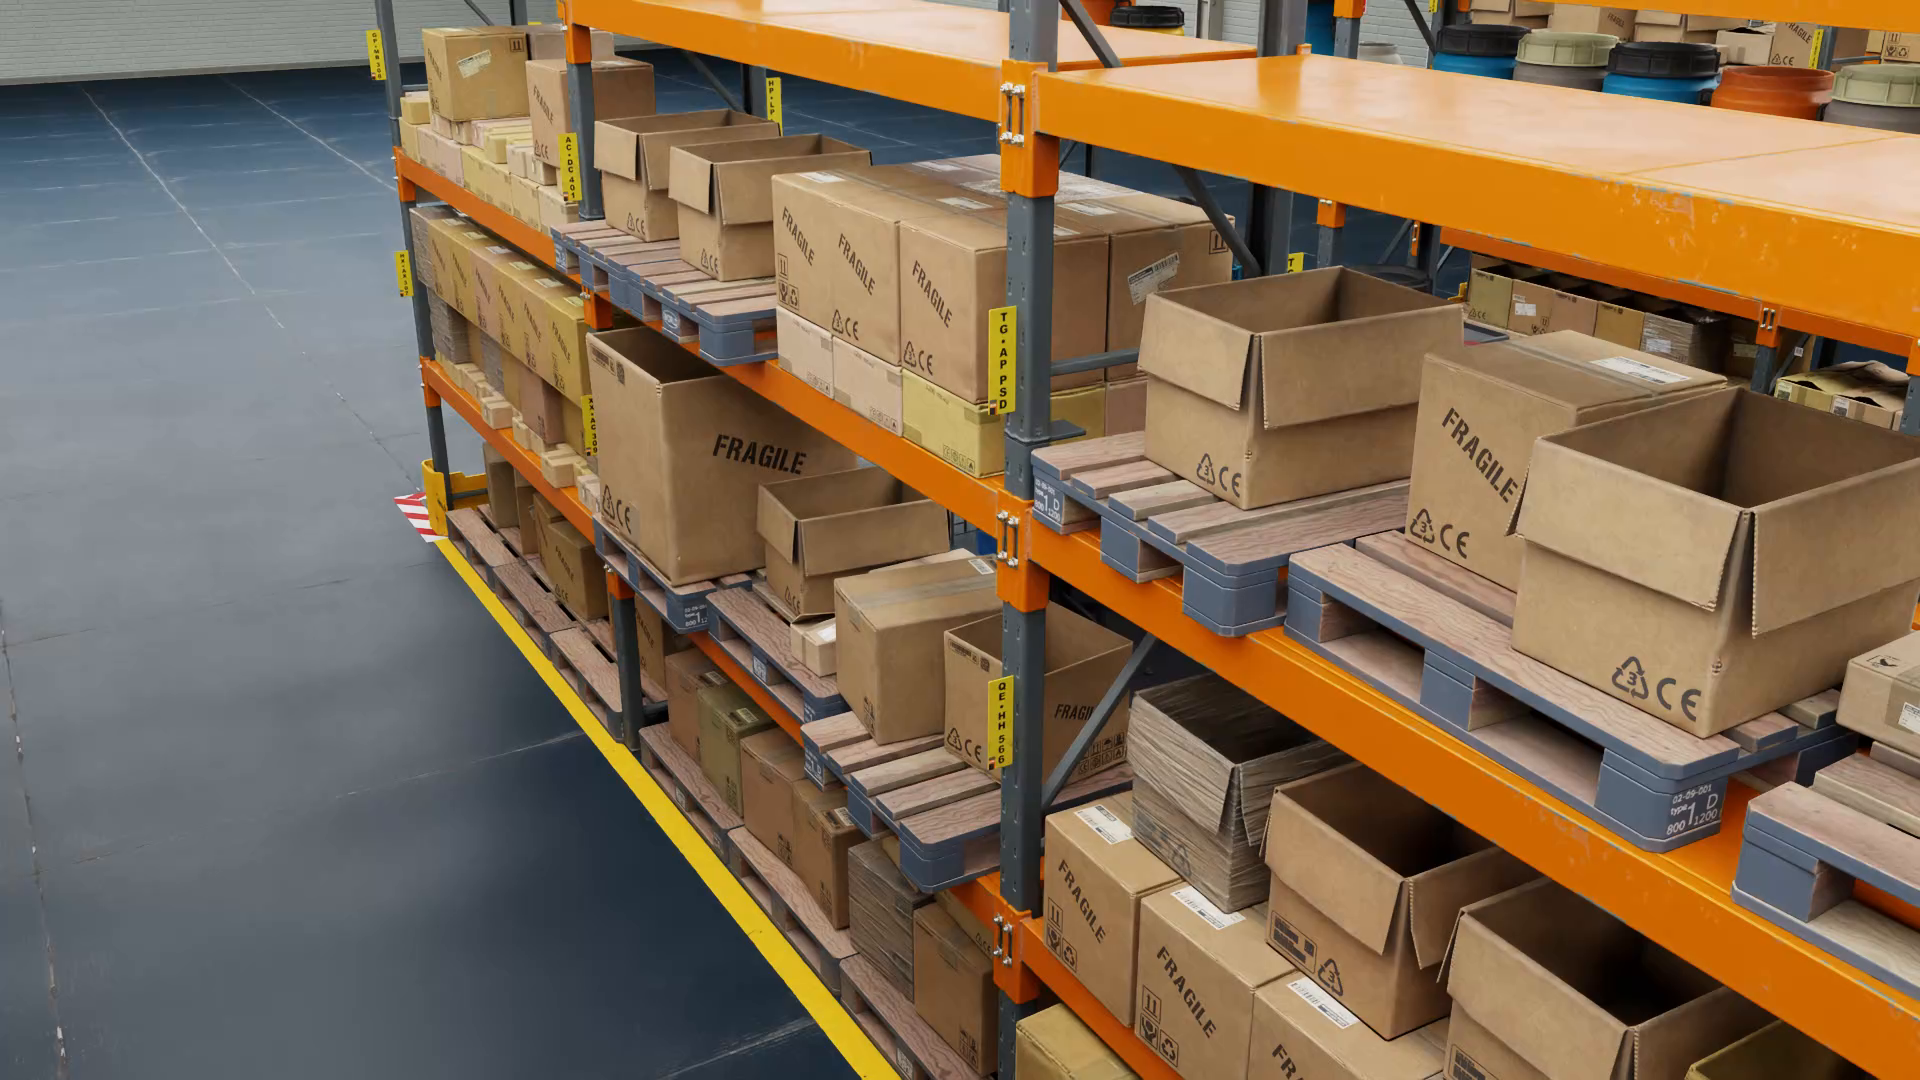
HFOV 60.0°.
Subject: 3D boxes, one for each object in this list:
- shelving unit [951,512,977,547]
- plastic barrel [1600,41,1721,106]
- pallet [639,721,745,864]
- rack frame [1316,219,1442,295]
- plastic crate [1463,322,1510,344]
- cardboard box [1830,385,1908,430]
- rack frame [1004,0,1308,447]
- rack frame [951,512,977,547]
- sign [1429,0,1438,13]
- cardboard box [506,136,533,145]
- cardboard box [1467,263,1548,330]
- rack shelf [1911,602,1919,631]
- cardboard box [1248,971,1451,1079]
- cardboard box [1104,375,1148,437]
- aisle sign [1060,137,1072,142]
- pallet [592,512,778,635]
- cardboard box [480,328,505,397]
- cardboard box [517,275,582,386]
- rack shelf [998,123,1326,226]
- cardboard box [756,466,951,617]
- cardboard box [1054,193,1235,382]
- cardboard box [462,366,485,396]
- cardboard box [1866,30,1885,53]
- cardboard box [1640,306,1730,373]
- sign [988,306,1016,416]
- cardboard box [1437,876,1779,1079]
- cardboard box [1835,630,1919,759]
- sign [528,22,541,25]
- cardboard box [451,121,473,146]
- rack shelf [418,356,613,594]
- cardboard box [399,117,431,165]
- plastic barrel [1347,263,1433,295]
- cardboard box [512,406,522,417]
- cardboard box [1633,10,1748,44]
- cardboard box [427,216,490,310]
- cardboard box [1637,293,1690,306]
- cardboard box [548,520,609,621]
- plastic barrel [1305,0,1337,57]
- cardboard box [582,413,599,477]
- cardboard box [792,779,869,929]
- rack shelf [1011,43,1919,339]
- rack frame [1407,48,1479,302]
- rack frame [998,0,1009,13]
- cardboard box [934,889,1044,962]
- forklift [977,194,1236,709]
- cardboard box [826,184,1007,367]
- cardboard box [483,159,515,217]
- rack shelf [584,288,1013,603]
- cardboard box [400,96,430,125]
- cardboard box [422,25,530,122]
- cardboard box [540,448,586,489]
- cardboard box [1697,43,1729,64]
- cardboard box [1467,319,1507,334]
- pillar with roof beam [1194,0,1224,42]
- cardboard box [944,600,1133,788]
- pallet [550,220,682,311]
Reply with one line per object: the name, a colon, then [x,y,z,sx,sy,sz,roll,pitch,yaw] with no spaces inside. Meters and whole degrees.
shelving unit: [-0.007,-0.561,12.097,0.258,1.200,0.189,-13,25,-28]
plastic barrel: [3.926,-2.333,9.418,0.600,0.901,0.708,-13,25,-28]
pallet: [-1.047,1.239,8.983,1.003,0.211,1.213,-13,25,-28]
rack frame: [2.812,-1.257,11.421,1.000,3.000,0.127,-13,25,-28]
plastic crate: [3.322,-1.189,11.168,0.402,0.464,0.583,-13,25,-28]
cardboard box: [7.320,-1.045,13.247,0.500,0.311,0.500,-13,25,-29]
rack frame: [0.597,-1.789,4.762,1.000,3.000,0.127,-13,25,-28]
rack frame: [0.039,-0.531,12.024,0.240,1.200,0.006,-13,25,-28]
sign: [4.549,-5.230,15.946,0.100,0.325,0.005,-13,25,-28]
cardboard box: [-2.353,-2.210,9.451,0.380,0.149,0.250,-12,25,-26]
cardboard box: [5.369,-2.394,16.316,0.500,0.500,0.500,-13,25,-28]
rack shelf: [5.877,1.018,6.778,1.077,0.370,4.000,-13,25,-28]
cardboard box: [1.142,1.485,4.541,0.500,0.500,0.500,-13,26,-29]
cardboard box: [0.576,-0.531,5.850,0.500,0.250,0.500,-12,25,-27]
aisle sign: [0.987,-3.837,14.315,0.394,0.787,0.004,-13,25,-28]
pallet: [-1.181,0.060,8.436,1.003,0.211,1.213,-13,25,-28]
cardboard box: [-2.655,-1.291,10.977,0.875,0.500,0.500,-13,25,-28]
cardboard box: [-2.169,-1.206,9.440,0.500,0.500,0.500,-13,25,-28]
rack shelf: [1.790,-2.961,12.585,1.077,0.370,4.000,-13,25,-28]
cardboard box: [-0.481,-0.004,7.642,0.797,0.503,0.637,-10,24,-23]
cardboard box: [0.578,-0.879,5.710,0.500,0.500,0.500,-12,25,-28]
cardboard box: [-3.177,-1.100,11.367,0.380,0.149,0.250,-13,25,-28]
cardboard box: [9.754,-5.398,17.467,0.500,0.500,0.500,-11,25,-26]
cardboard box: [6.402,-1.749,14.729,0.500,0.500,0.500,-13,25,-28]
sign: [0.130,-0.535,4.974,0.100,0.325,0.005,-13,25,-28]
cardboard box: [1.635,1.146,4.043,0.797,0.503,0.637,-12,25,-27]
cardboard box: [2.009,0.306,3.366,0.380,0.149,0.250,-14,26,-30]
sign: [-3.002,-3.499,11.778,0.100,0.325,0.005,-13,25,-28]
cardboard box: [-2.912,-2.543,10.271,0.380,0.149,0.250,-14,26,-31]
rack shelf: [-2.468,-0.619,10.806,1.077,0.370,4.000,-13,25,-28]
cardboard box: [-3.466,-2.714,11.220,0.500,0.250,0.500,-12,25,-27]
plastic barrel: [2.749,-1.306,10.876,0.600,0.901,0.708,-13,25,-28]
cardboard box: [-2.624,-0.785,10.594,0.380,0.149,0.250,-13,25,-28]
cardboard box: [6.339,-4.463,14.444,0.797,0.503,0.637,-10,24,-22]
cardboard box: [-3.193,-1.853,11.031,0.500,0.500,0.500,-13,25,-28]
cardboard box: [6.593,-2.011,15.373,0.500,0.500,0.500,-13,25,-28]
cardboard box: [-2.300,0.152,10.716,0.500,0.500,0.500,-15,27,-33]
plastic barrel: [2.396,-3.416,11.526,0.600,0.901,0.708,-13,25,-28]
cardboard box: [-1.623,-0.646,9.390,0.875,0.500,0.500,-13,25,-28]
cardboard box: [-0.352,1.372,7.688,0.700,0.500,0.500,-10,24,-24]
rack shelf: [1.619,-0.623,3.380,1.077,0.370,4.000,-13,25,-28]
rack frame: [5.029,-3.504,16.948,1.000,3.000,0.127,-13,25,-28]
rack frame: [0.769,-5.331,13.477,1.000,3.000,0.127,-13,25,-28]
cardboard box: [0.229,1.386,6.658,0.500,0.250,0.500,-11,25,-26]
forklift: [1.122,-0.331,9.234,1.130,2.935,3.031,-9,24,-21]
cardboard box: [-0.133,-0.947,5.879,0.500,0.500,0.500,-13,25,-28]
cardboard box: [-2.426,-2.057,9.604,0.500,0.250,0.500,-13,25,-29]
rack shelf: [-0.424,-0.714,7.055,1.077,0.370,4.000,-13,25,-28]
cardboard box: [-3.498,-2.868,11.070,0.380,0.149,0.250,-12,25,-27]
cardboard box: [-2.963,-2.872,10.219,0.500,0.500,0.500,-13,25,-28]
cardboard box: [-2.228,-0.436,9.734,0.380,0.149,0.250,-13,25,-28]
cardboard box: [6.221,-4.079,13.970,0.380,0.149,0.250,-13,25,-28]
cardboard box: [5.370,-2.047,16.458,0.500,0.250,0.500,-13,25,-28]
pillar with roof beam: [0.556,-10.233,25.537,9.100,9.000,0.400,-13,25,-28]
cardboard box: [0.287,0.582,6.205,0.500,0.500,0.500,-16,27,-35]
pallet: [-1.222,-1.387,8.006,1.213,0.211,1.003,-13,25,-28]
